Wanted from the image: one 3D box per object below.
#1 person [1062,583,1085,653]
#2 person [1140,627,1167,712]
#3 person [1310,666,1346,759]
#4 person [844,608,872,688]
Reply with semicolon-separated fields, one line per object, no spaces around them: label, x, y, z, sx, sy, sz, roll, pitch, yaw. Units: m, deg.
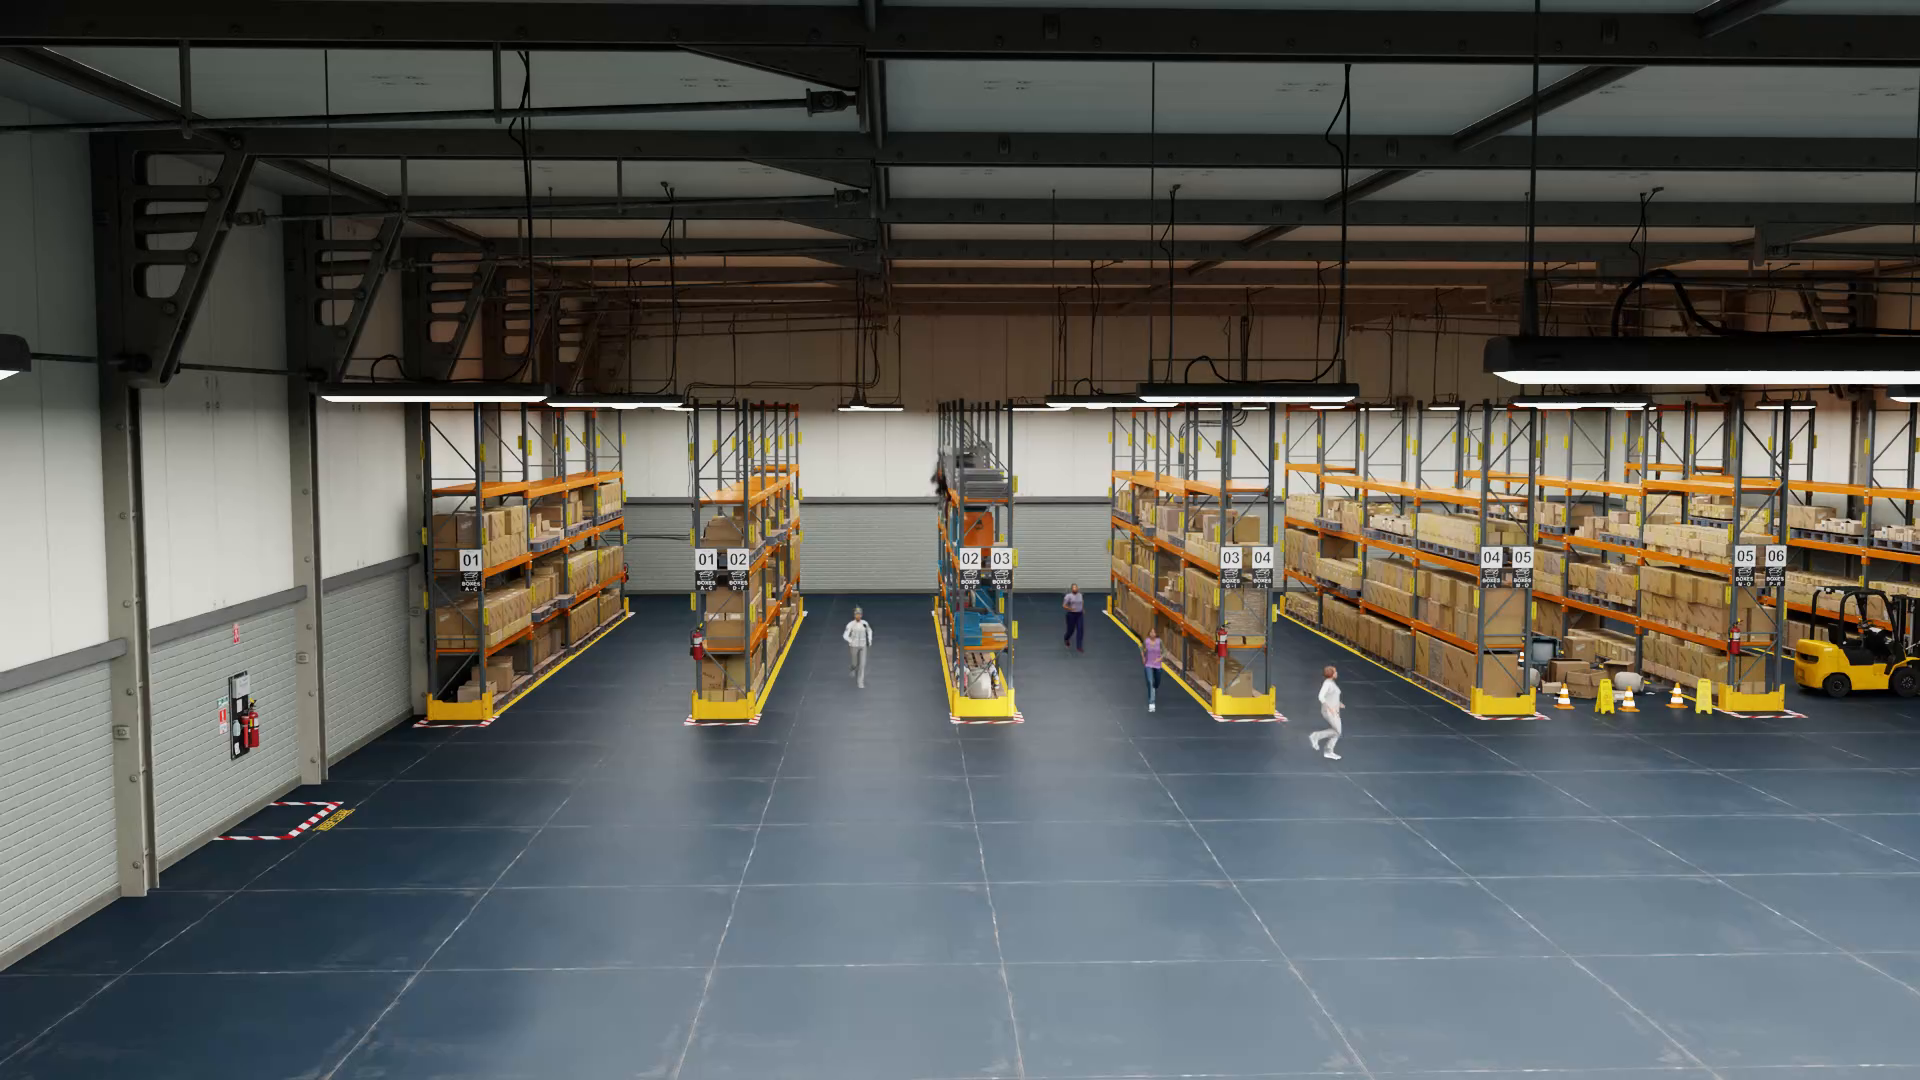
person;2.758;1.864;40.084;0.608;1.632;0.903;-1;5;-17
person;3.772;2.481;32.399;0.507;1.593;1.033;0;4;2
person;6.111;2.857;27.629;0.546;1.558;0.542;2;5;23
person;-2.121;2.242;34.959;0.632;1.661;0.862;-1;4;-14
